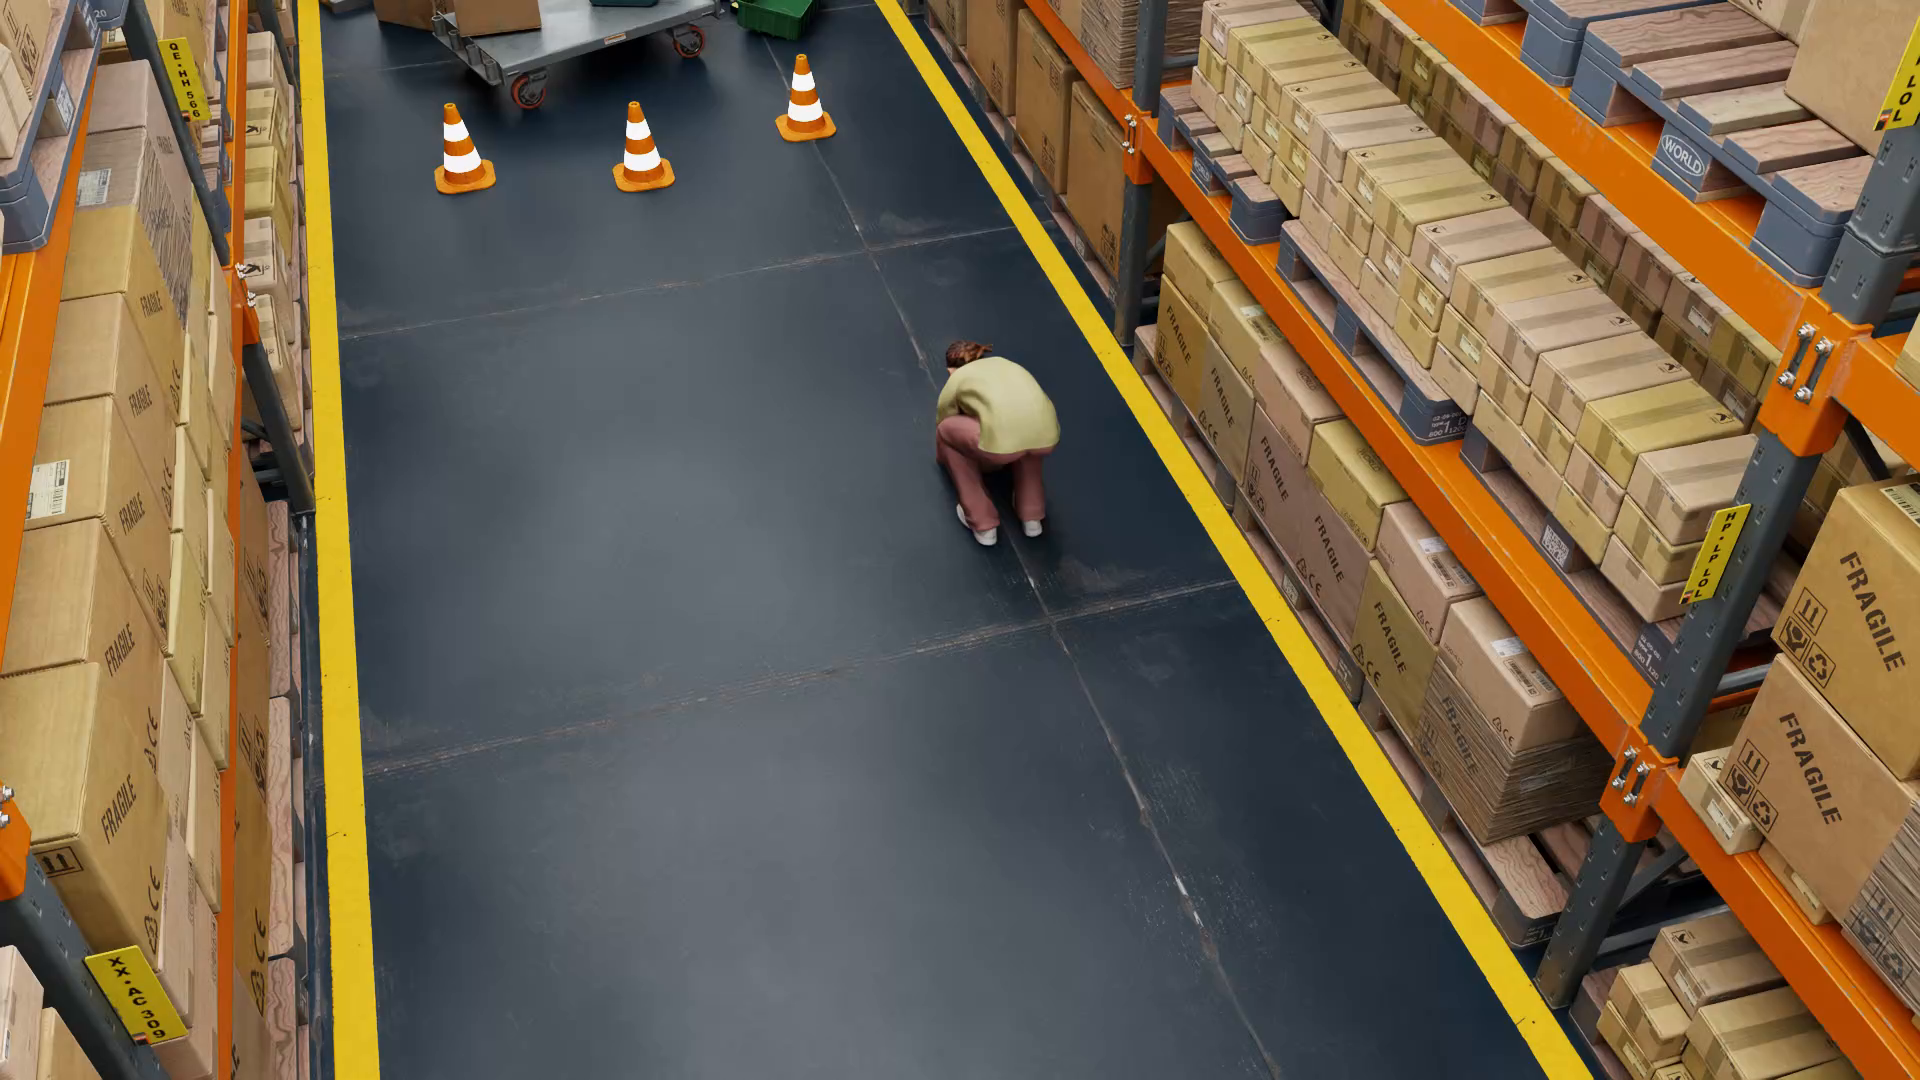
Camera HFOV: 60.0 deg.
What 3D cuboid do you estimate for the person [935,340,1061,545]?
[{"bbox_3d":[0.136,-0.466,7.334,0.475,0.818,0.860,-14,44,-14],"label":"person"}]
